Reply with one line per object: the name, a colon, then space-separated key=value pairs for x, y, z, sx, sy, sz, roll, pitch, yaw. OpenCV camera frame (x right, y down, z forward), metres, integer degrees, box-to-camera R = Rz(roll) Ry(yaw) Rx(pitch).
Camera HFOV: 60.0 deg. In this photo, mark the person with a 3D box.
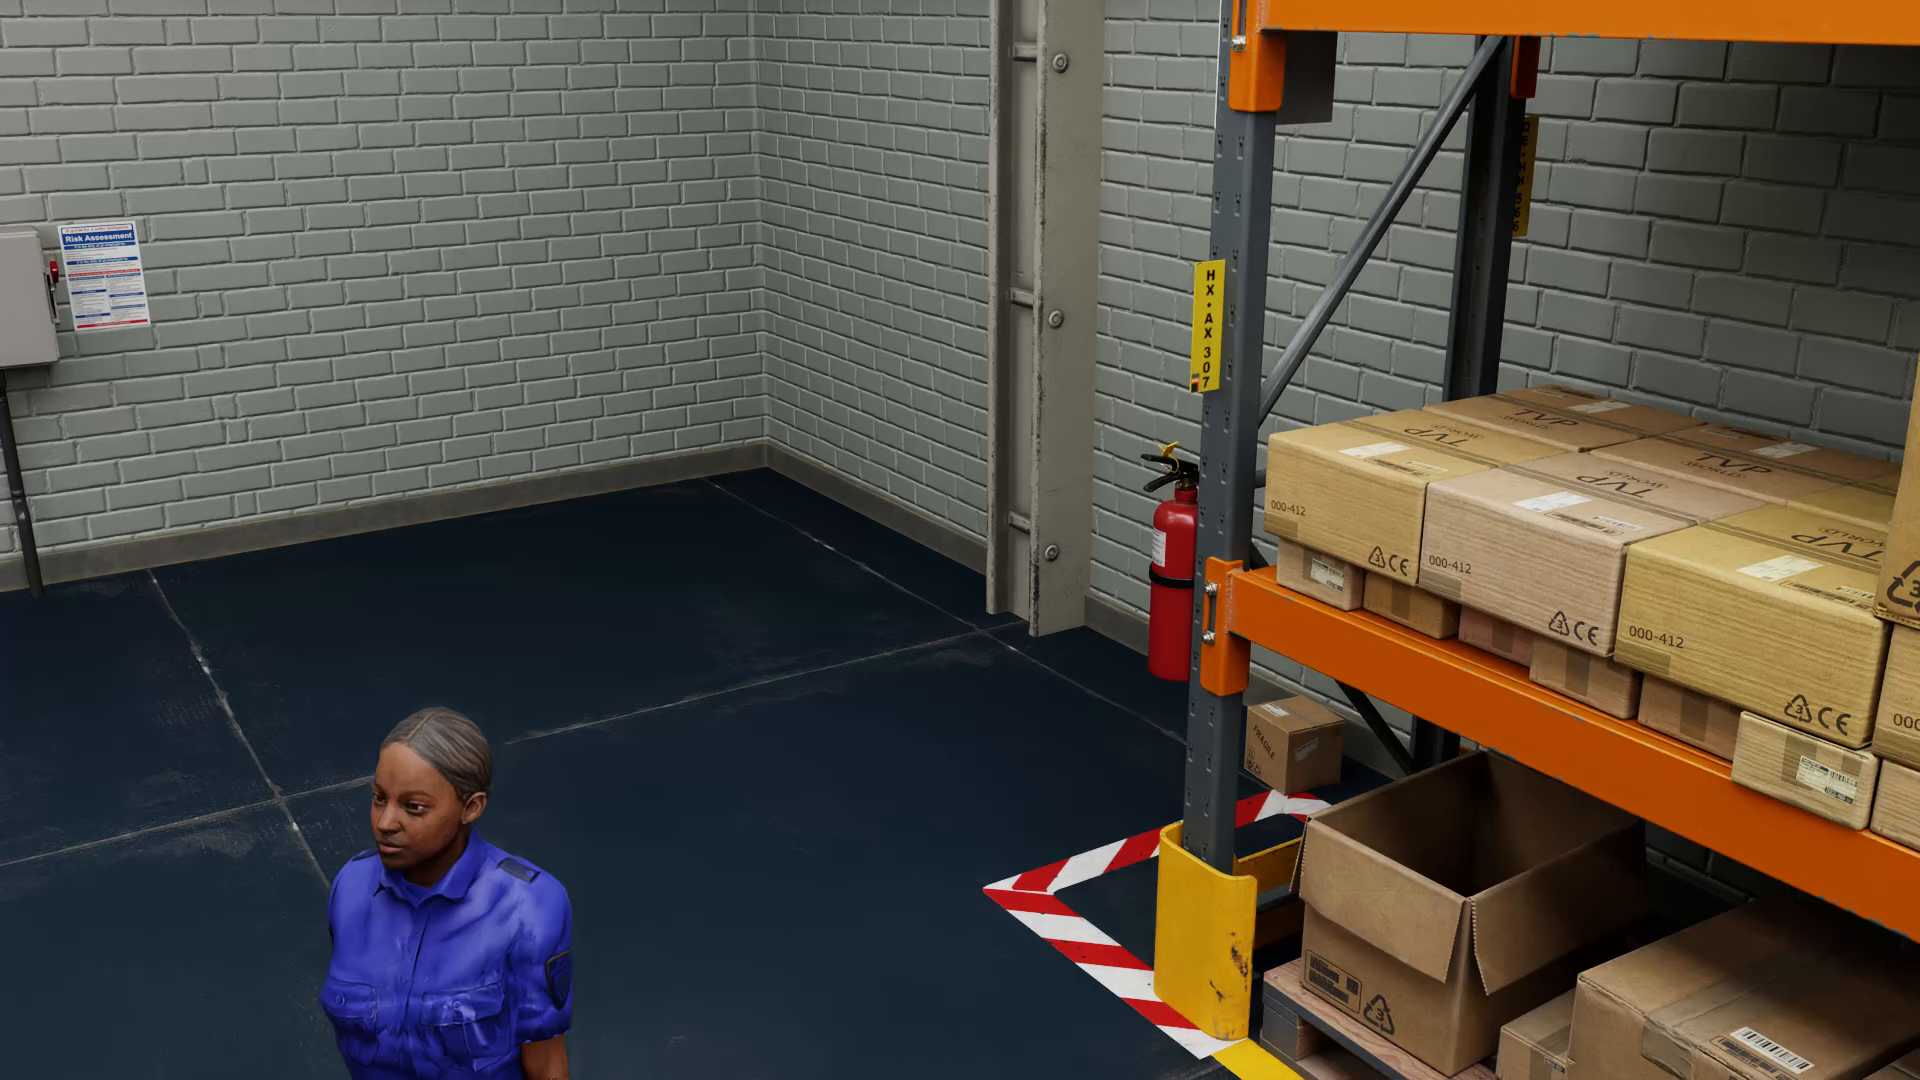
person: x=-0.841 y=1.085 z=2.745 sx=0.435 sy=1.672 sz=0.445 roll=3 pitch=18 yaw=8
